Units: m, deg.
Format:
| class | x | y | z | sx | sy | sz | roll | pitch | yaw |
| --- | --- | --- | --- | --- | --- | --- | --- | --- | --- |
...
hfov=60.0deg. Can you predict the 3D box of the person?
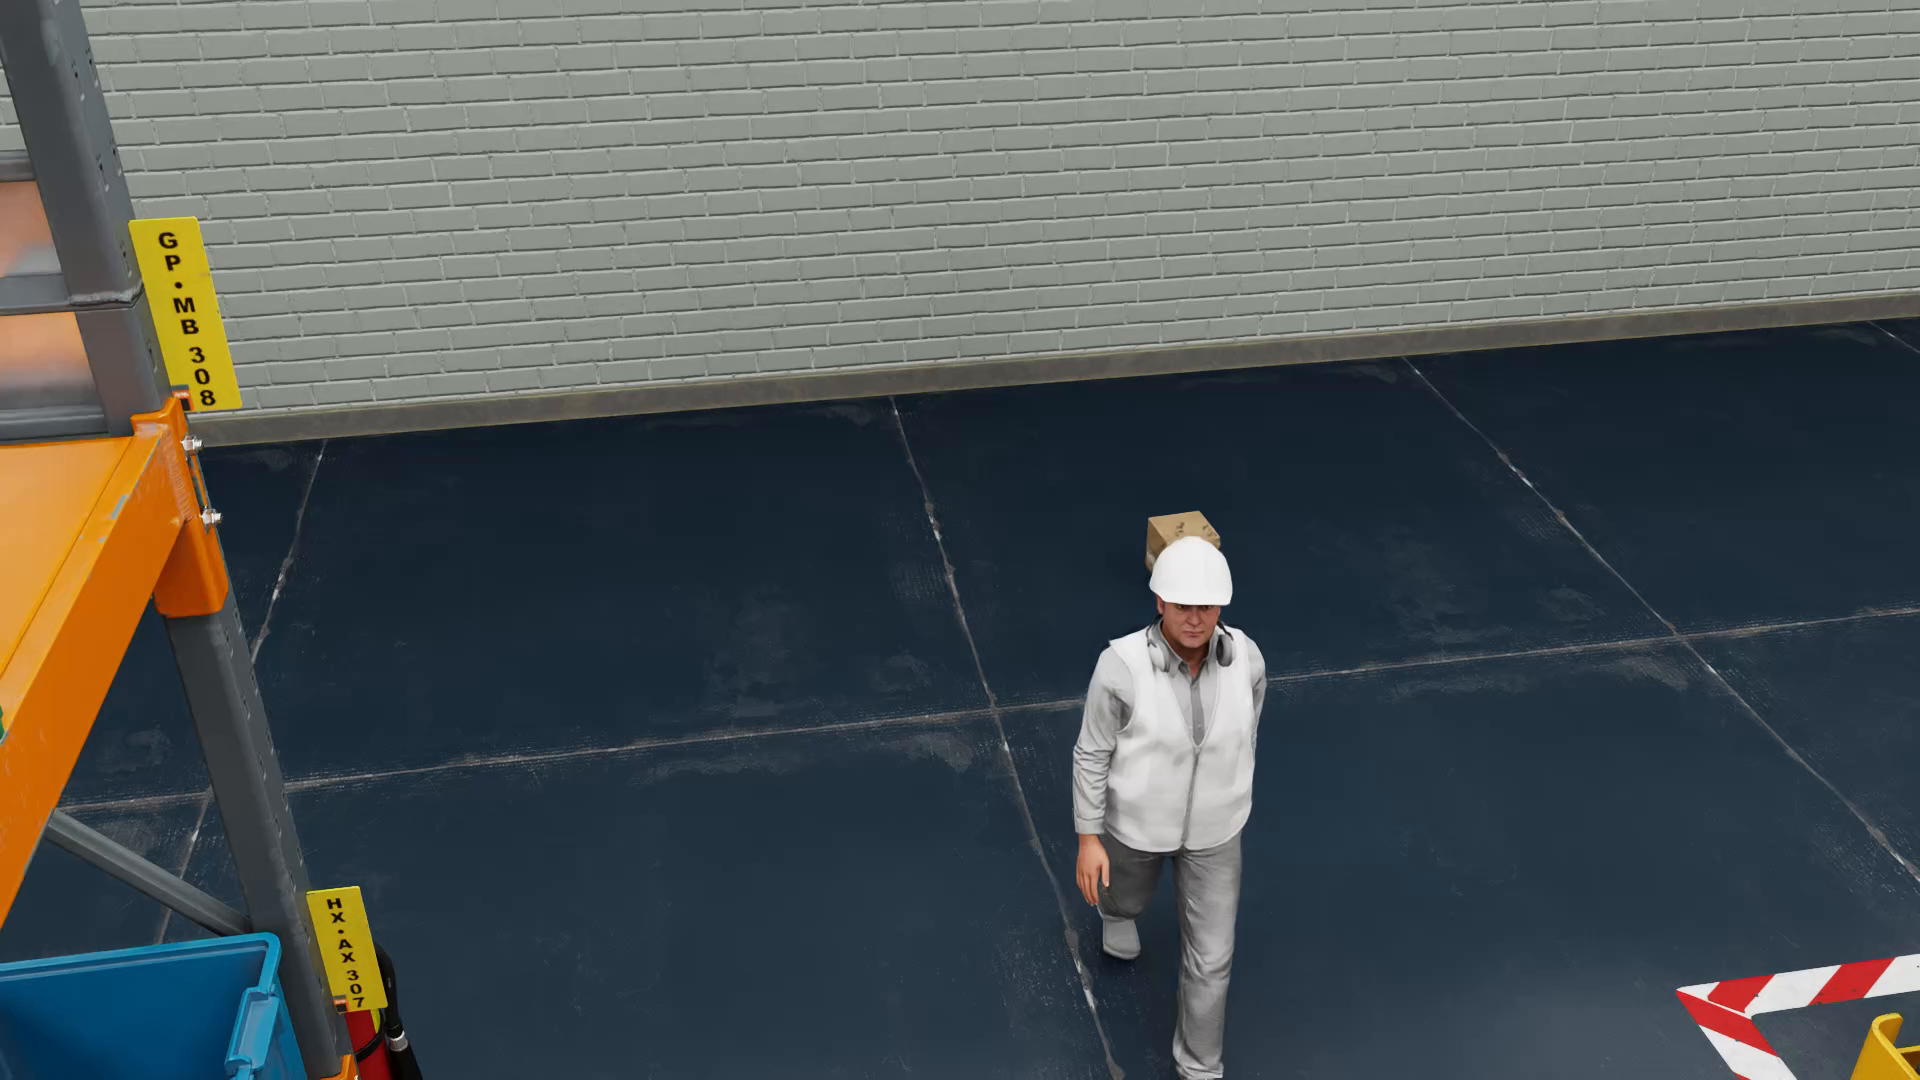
| class | x | y | z | sx | sy | sz | roll | pitch | yaw |
| --- | --- | --- | --- | --- | --- | --- | --- | --- | --- |
| person | 0.593 | 0.789 | 4.774 | 0.564 | 1.731 | 1.022 | -2 | 31 | -4 |
